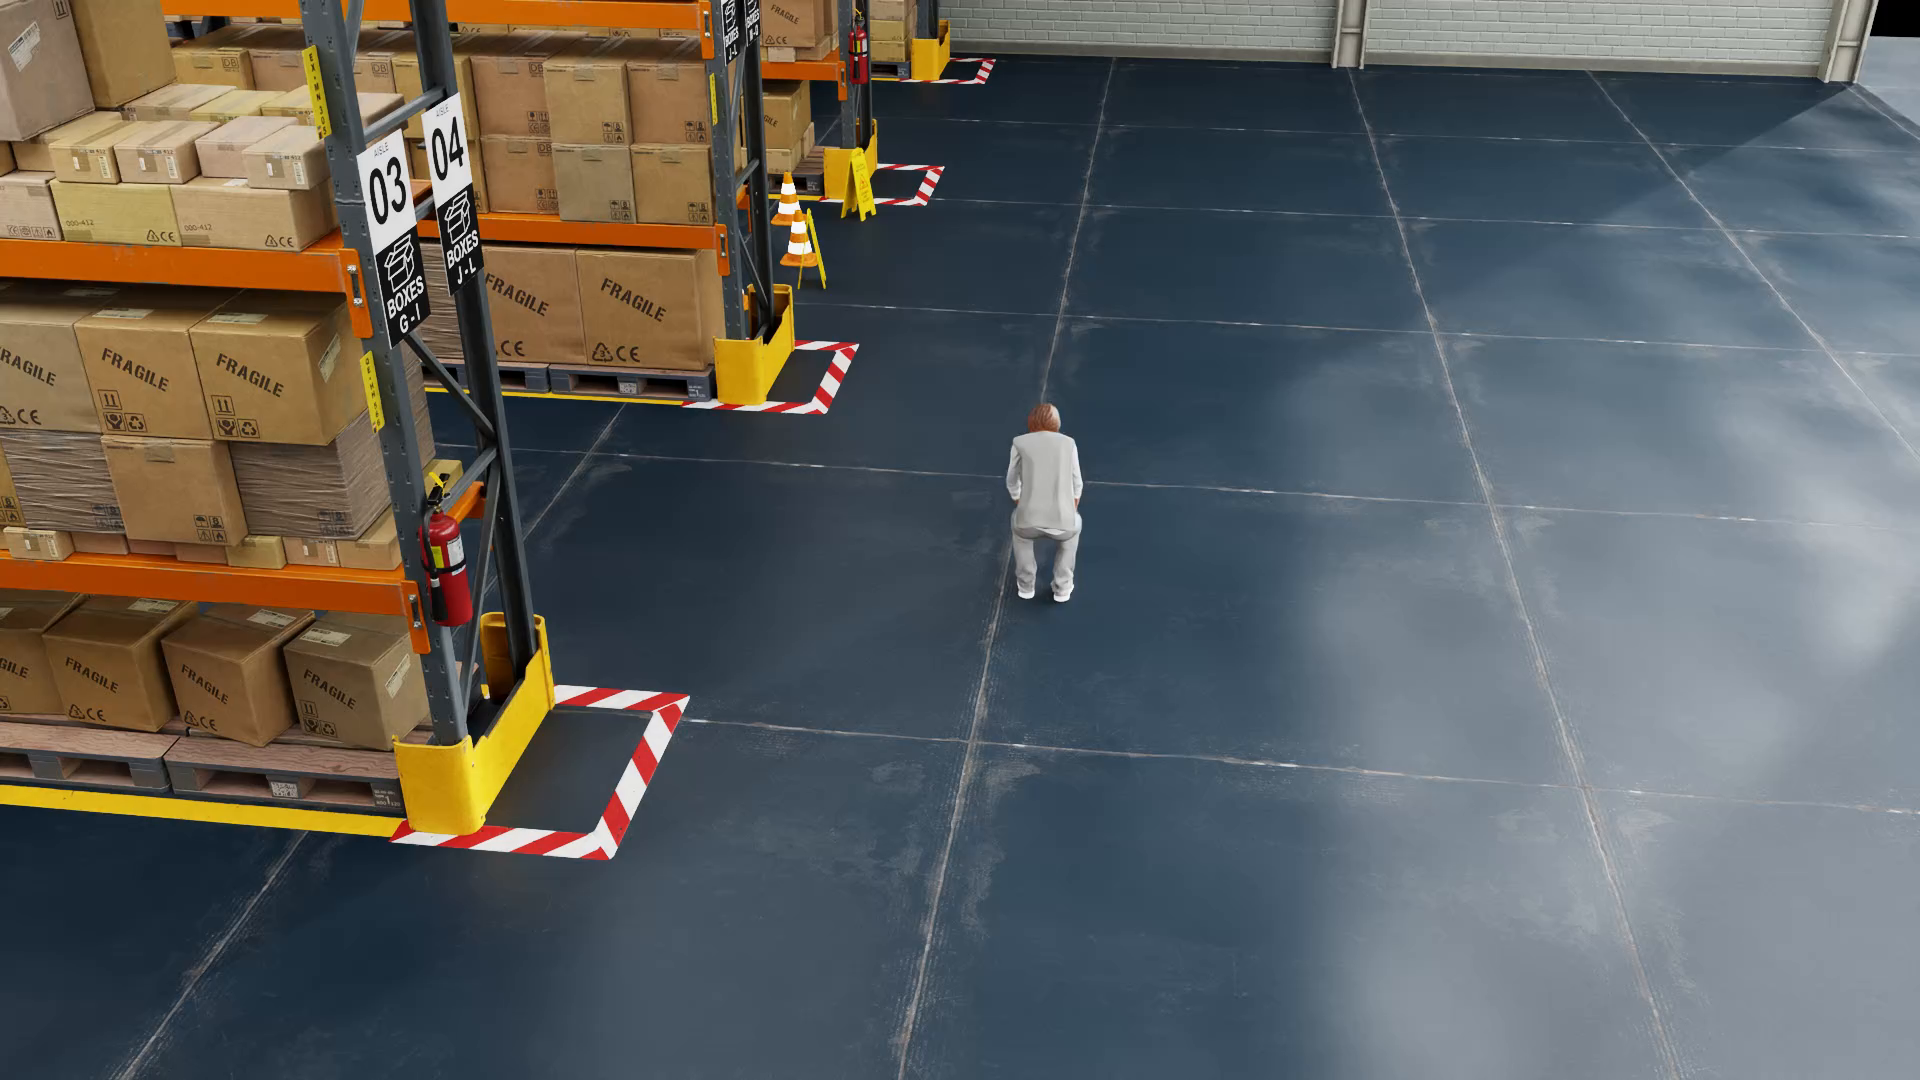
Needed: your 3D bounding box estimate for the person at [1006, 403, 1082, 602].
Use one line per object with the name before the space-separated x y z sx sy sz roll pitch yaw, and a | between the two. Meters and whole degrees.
person | 0.476 -0.189 9.562 0.457 1.039 0.757 3 29 6
